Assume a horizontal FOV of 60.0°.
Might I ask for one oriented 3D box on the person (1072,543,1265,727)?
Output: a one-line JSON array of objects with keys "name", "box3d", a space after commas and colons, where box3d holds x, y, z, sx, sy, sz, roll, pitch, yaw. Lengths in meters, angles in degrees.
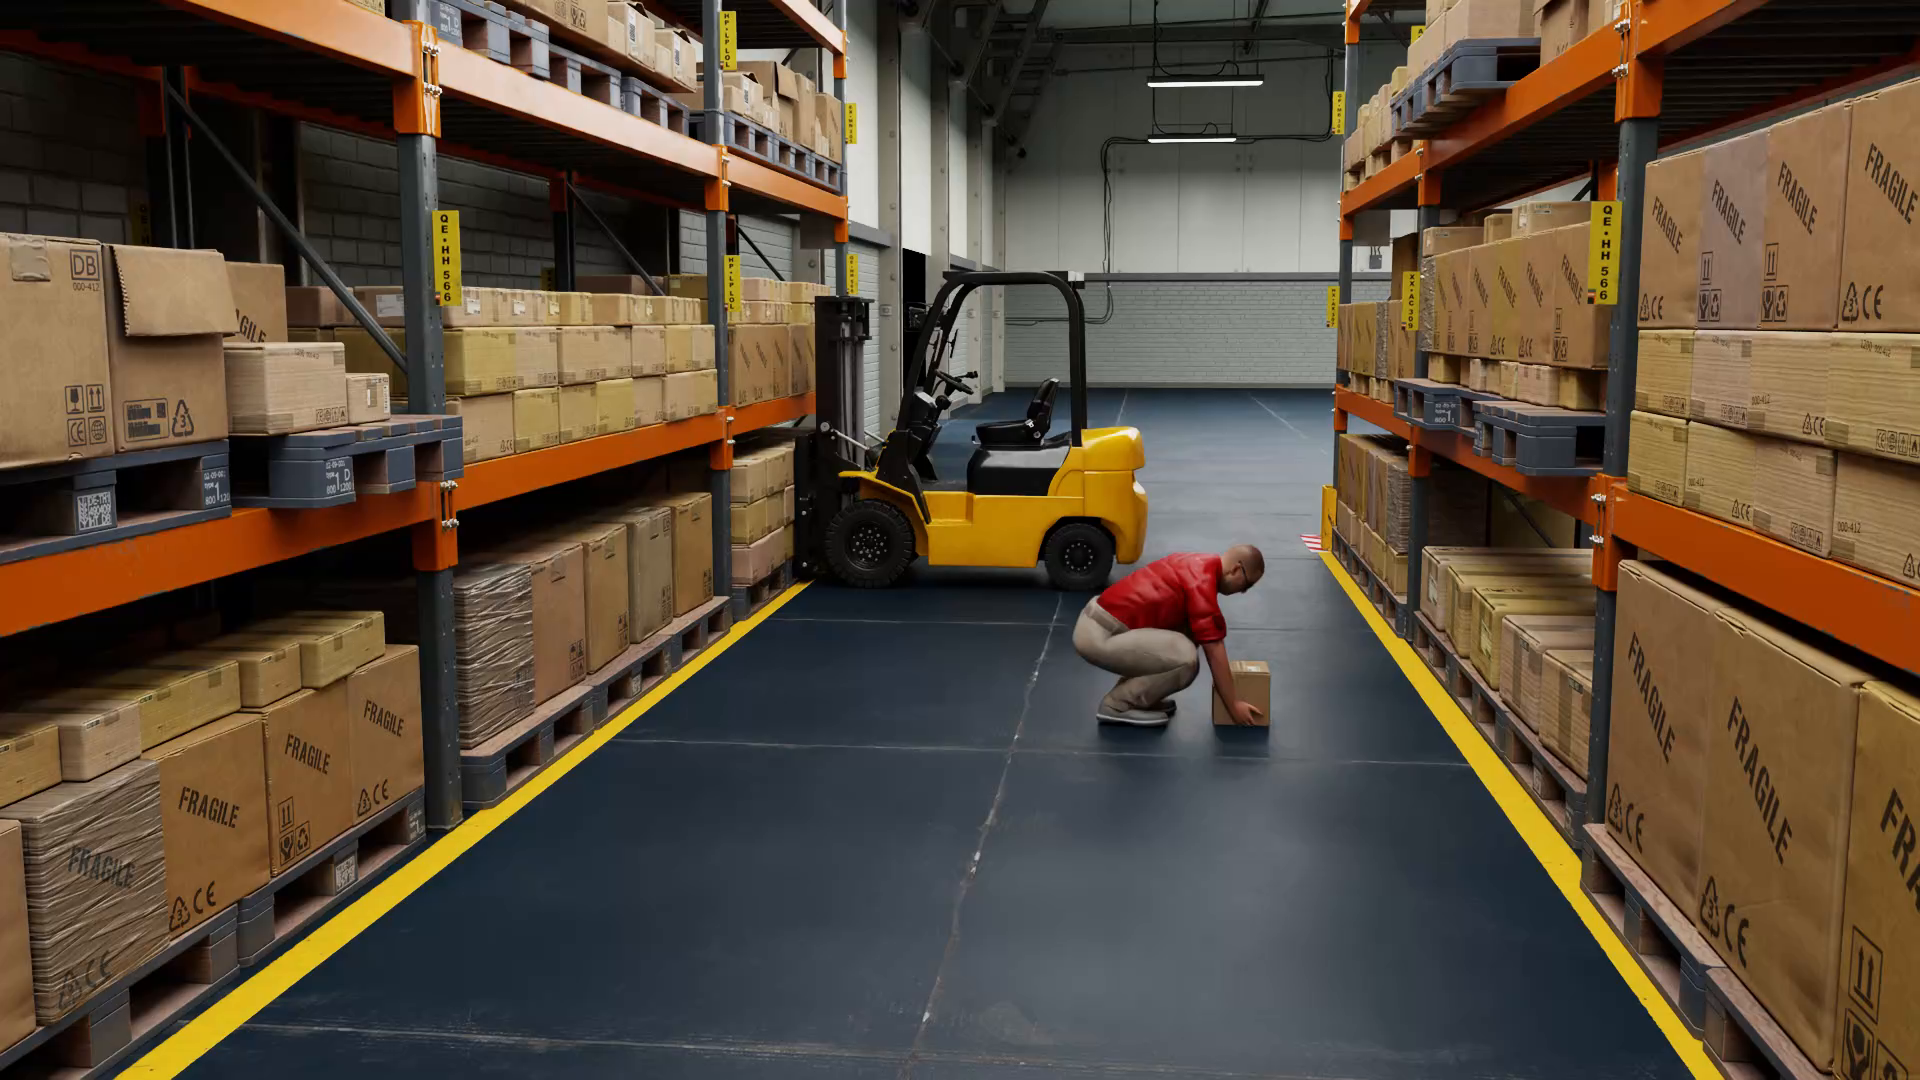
[{"name": "person", "box3d": [0.958, 0.443, 7.663, 0.872, 0.855, 0.545, 1, 8, 6]}]
